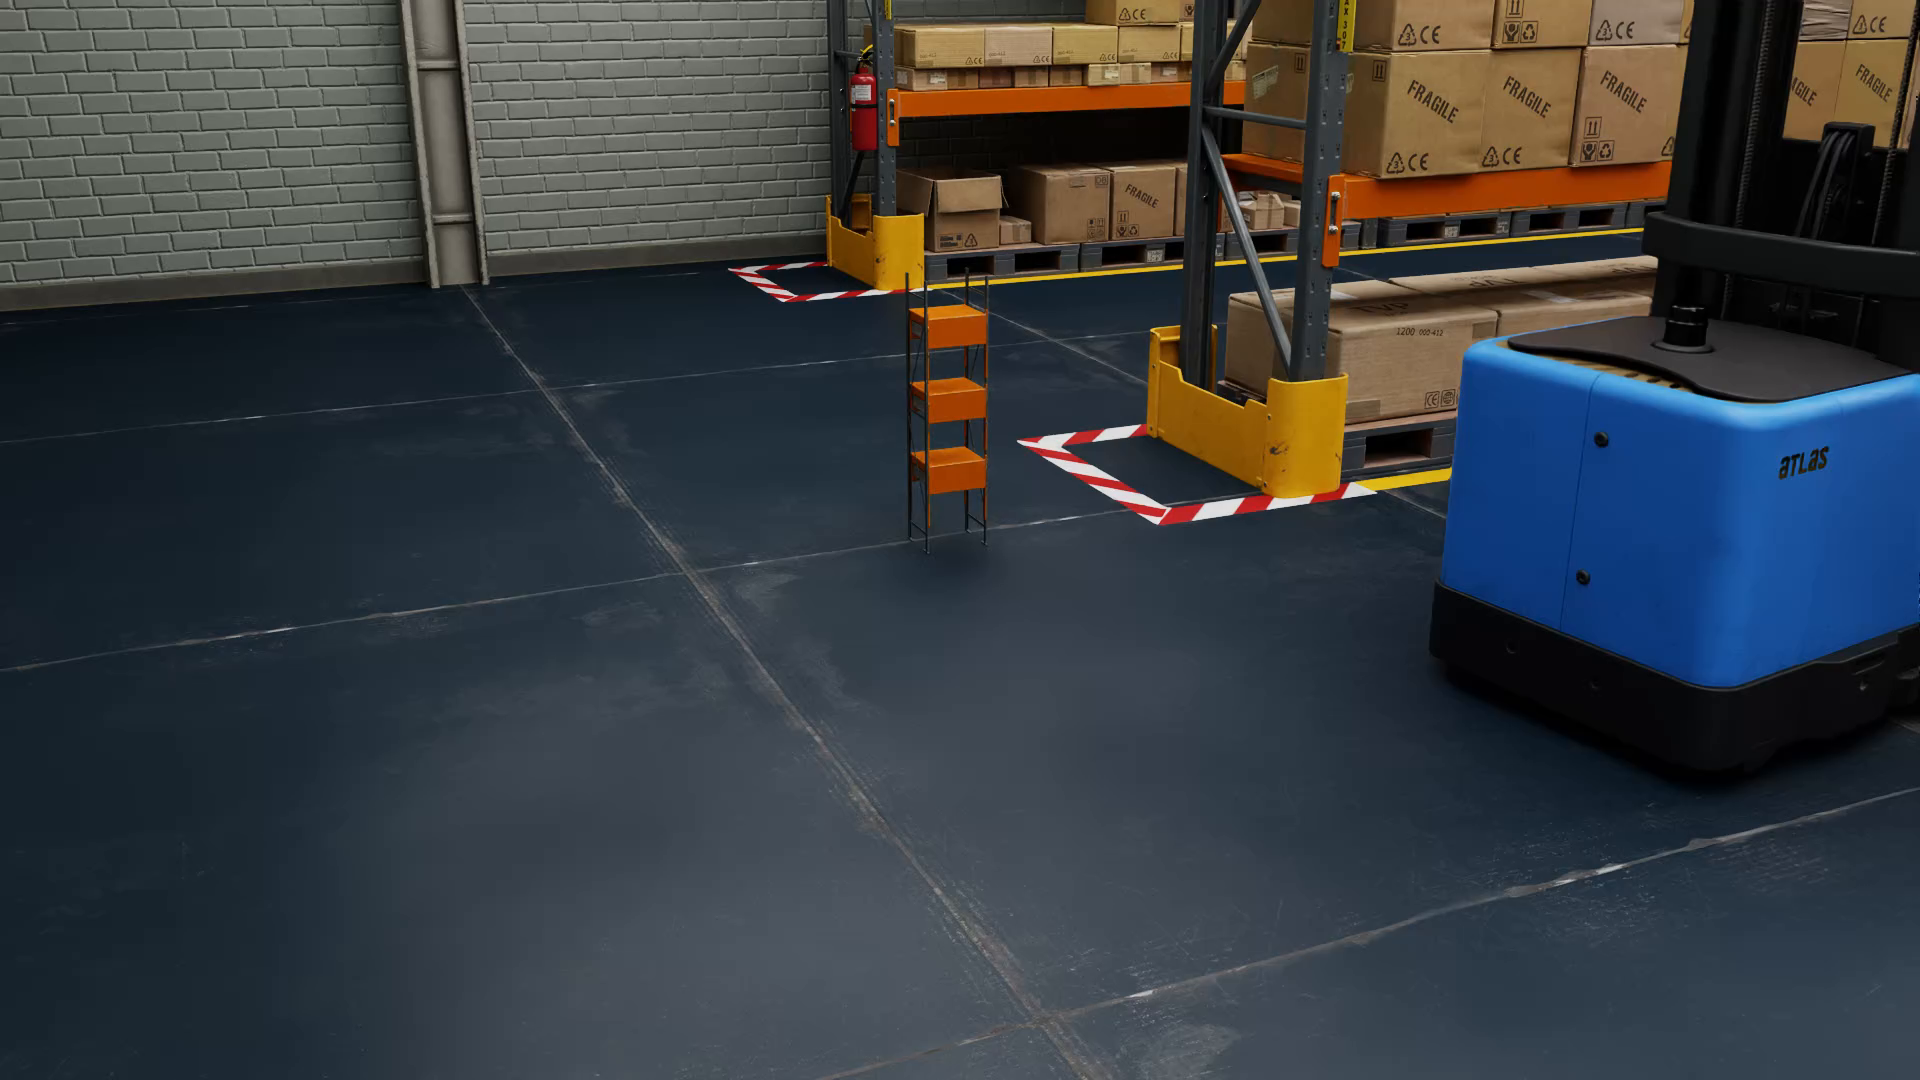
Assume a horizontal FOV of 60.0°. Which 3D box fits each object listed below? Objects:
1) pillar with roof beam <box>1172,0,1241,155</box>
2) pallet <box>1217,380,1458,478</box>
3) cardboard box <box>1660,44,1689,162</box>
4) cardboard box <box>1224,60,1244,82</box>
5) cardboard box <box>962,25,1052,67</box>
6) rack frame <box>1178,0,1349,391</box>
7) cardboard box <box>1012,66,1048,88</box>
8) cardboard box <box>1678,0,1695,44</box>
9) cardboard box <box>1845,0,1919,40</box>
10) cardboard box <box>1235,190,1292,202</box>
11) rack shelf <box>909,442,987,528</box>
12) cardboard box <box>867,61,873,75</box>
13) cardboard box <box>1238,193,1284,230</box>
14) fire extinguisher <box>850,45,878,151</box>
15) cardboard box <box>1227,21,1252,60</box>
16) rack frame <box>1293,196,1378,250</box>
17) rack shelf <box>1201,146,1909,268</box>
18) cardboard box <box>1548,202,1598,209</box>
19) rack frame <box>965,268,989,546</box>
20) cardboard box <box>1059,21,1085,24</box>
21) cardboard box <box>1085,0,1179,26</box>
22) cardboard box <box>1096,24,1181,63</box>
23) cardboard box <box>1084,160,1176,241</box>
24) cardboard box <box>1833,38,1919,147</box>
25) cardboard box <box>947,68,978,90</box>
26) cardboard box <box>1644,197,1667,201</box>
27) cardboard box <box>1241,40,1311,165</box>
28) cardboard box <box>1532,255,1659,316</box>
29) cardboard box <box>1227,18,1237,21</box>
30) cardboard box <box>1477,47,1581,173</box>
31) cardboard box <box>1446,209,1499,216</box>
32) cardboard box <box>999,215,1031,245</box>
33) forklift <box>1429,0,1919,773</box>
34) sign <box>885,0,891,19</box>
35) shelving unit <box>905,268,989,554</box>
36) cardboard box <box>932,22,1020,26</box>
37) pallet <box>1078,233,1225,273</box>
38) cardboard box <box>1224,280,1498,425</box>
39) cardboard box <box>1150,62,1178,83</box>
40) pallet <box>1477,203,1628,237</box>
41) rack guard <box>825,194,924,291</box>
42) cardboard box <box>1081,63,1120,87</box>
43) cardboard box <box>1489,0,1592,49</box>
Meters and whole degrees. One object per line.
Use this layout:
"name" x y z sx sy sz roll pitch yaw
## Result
"pillar with roof beam" 3.697 -5.525 8.665 0.400 9.000 9.100 -8 21 -22
"pallet" 1.988 -0.600 7.907 1.213 0.211 1.003 -8 21 -22
"cardboard box" 3.221 -2.016 7.581 0.500 0.500 0.500 -7 21 -20
"cardboard box" 1.861 -3.437 12.145 0.250 0.149 0.380 -8 21 -23
"cardboard box" 0.302 -3.413 11.475 0.500 0.250 0.500 -8 21 -21
"rack frame" 1.285 -1.786 7.078 0.127 3.000 1.000 -8 21 -22
"cardboard box" 0.425 -3.247 11.607 0.250 0.149 0.380 -7 21 -20
"cardboard box" 3.238 -2.487 7.413 0.500 0.500 0.500 -8 21 -22
"cardboard box" 4.165 -2.620 7.791 0.500 0.500 0.500 -8 21 -23
"cardboard box" 2.288 -2.740 13.204 0.500 0.311 0.500 -7 21 -20
"rack shelf" -0.049 -0.216 6.423 0.240 0.259 0.215 -8 21 -22
"cardboard box" -0.486 -3.306 11.773 0.250 0.149 0.380 -8 21 -23
"cardboard box" 2.265 -2.524 12.658 0.258 0.266 0.396 -7 21 -20
"fire extinguisher" -0.636 -2.926 10.995 0.183 0.674 0.296 -8 21 -22
"cardboard box" 2.163 -3.683 12.244 0.500 0.250 0.500 -8 21 -22
"rack frame" 2.988 -3.825 12.870 0.127 3.000 1.000 -8 21 -22
"rack shelf" 3.122 -1.710 7.944 4.000 0.370 1.077 -8 21 -22
"cardboard box" 4.945 -3.043 13.779 0.500 0.500 0.500 -9 21 -24
"rack frame" 0.063 -0.504 6.373 0.008 1.050 0.200 -8 21 -22
"cardboard box" 1.044 -3.710 12.320 0.500 0.250 0.500 -8 21 -22
"cardboard box" 1.216 -3.897 11.723 0.500 0.500 0.500 -8 21 -21
"cardboard box" 1.227 -3.554 11.877 0.500 0.250 0.500 -9 21 -23
"cardboard box" 1.240 -2.509 12.264 0.500 0.500 0.500 -8 21 -21
"cardboard box" 4.163 -2.151 7.964 0.500 0.500 0.500 -9 21 -23
"cardboard box" -0.059 -3.188 11.437 0.250 0.149 0.380 -8 21 -21
"cardboard box" 5.894 -3.187 14.188 0.500 0.500 0.500 -8 21 -23
"cardboard box" 1.623 -1.977 7.470 0.500 0.500 0.500 -8 21 -22
"cardboard box" 3.517 -1.134 8.451 0.875 0.438 0.875 -9 21 -24
"cardboard box" 1.969 -3.844 12.701 0.500 0.250 0.500 -8 21 -22
"cardboard box" 2.293 -1.884 7.205 0.500 0.500 0.500 -8 21 -23
"cardboard box" 4.007 -2.912 13.408 0.500 0.500 0.500 -8 21 -23
"cardboard box" 0.320 -2.248 12.050 0.250 0.149 0.380 -9 21 -24
"forklift" 3.017 -1.086 5.194 3.031 2.935 1.130 -12 23 -30
"sign" -0.469 -3.542 10.762 0.005 0.325 0.100 -8 21 -22
"shelving unit" -0.049 -0.488 6.328 0.252 1.050 0.215 -8 21 -22
"cardboard box" 0.107 -3.578 11.944 0.500 0.250 0.500 -8 21 -22
"pallet" 1.236 -2.258 12.618 1.213 0.211 1.003 -8 21 -22
"cardboard box" 1.852 -0.893 7.767 0.875 0.438 0.875 -9 21 -24
"cardboard box" 1.372 -3.390 12.012 0.250 0.149 0.380 -8 21 -22
"pallet" 4.842 -2.790 14.129 1.213 0.211 1.003 -8 21 -22
"rack guard" -0.615 -2.130 11.819 0.348 0.500 1.175 -8 21 -22
"cardboard box" 0.929 -3.294 11.740 0.250 0.149 0.380 -9 21 -23
"cardboard box" 2.310 -2.351 7.027 0.500 0.500 0.500 -9 21 -23
